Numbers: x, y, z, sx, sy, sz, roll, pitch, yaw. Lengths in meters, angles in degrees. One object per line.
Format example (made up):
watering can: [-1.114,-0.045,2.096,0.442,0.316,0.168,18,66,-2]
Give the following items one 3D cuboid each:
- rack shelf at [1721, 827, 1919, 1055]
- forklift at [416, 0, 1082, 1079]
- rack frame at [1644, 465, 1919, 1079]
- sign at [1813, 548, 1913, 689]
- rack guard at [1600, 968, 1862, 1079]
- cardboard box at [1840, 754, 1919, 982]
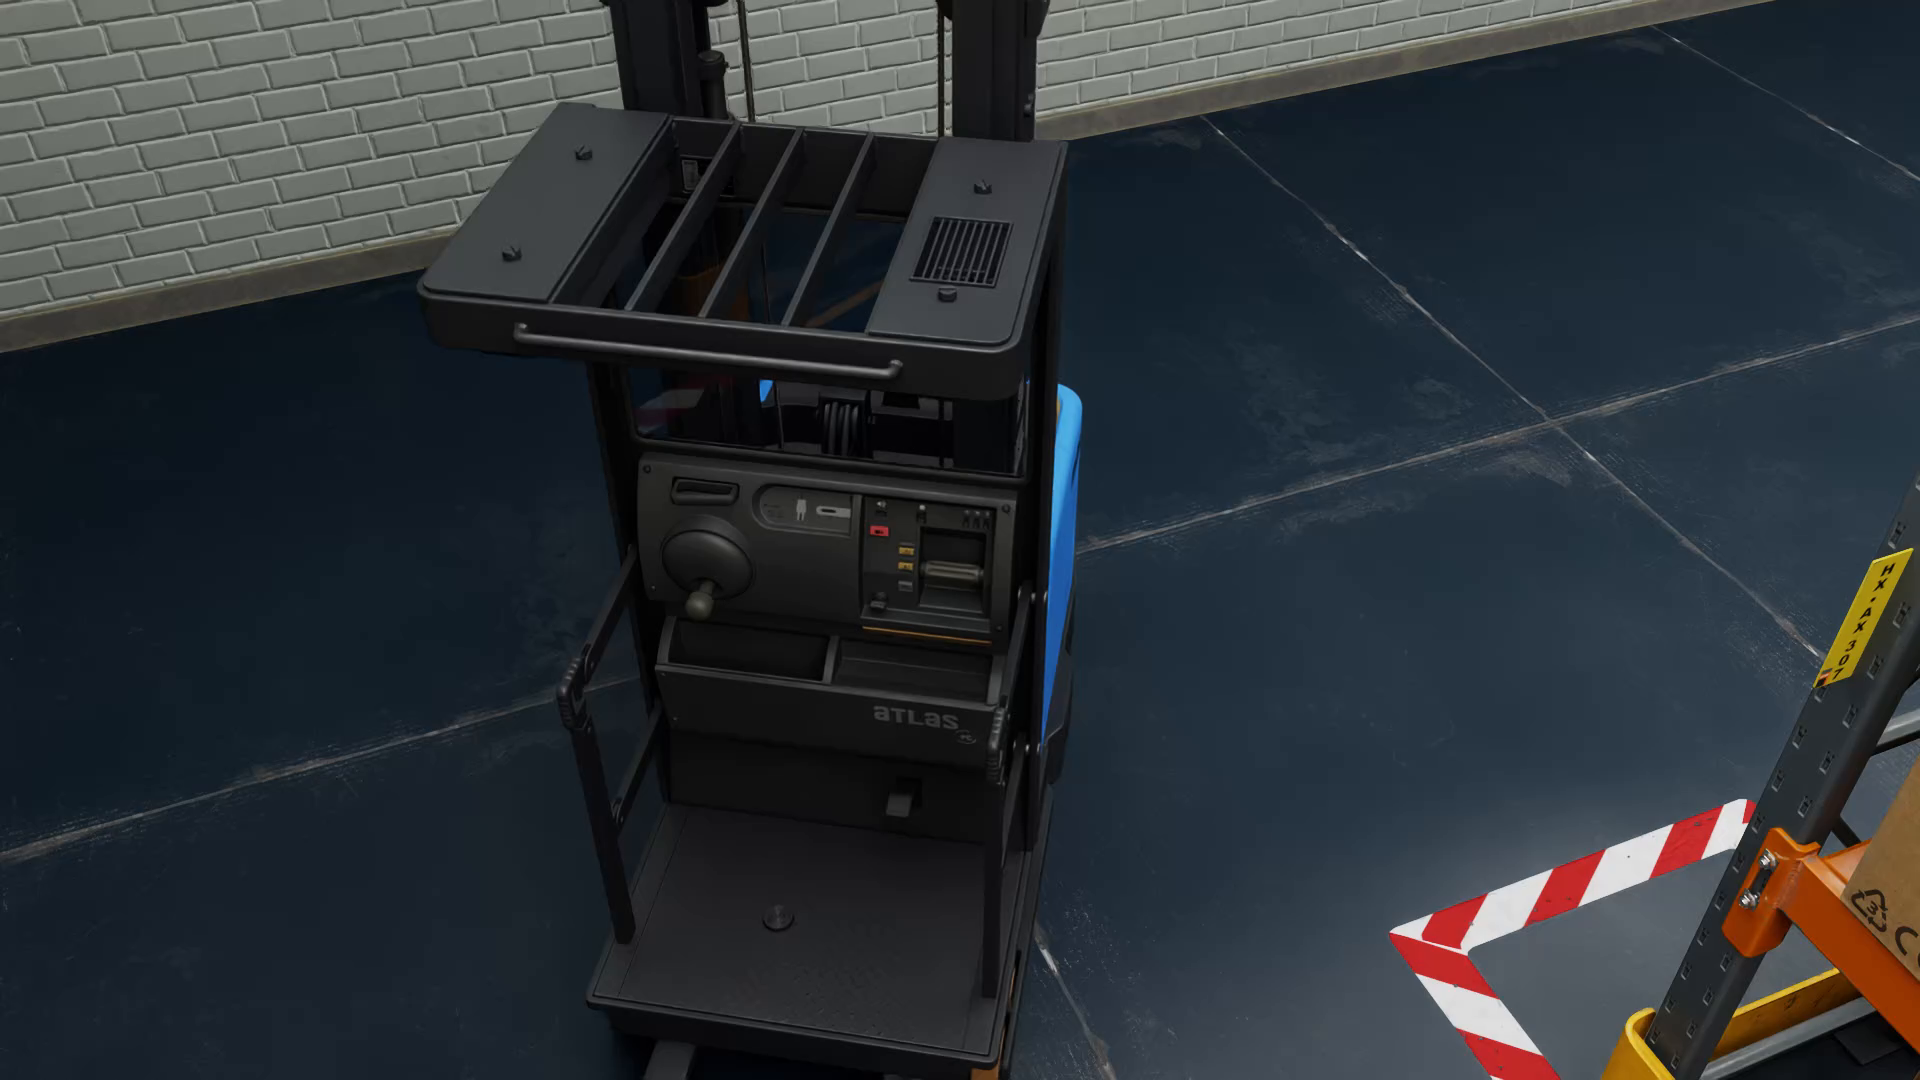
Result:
rack shelf: [2.956,1.820,2.384,1.077,0.370,4.000,-15,43,-17]
forklift: [-0.364,0.108,3.876,1.130,2.935,3.031,6,41,7]
rack frame: [2.190,0.343,3.551,1.000,3.000,0.127,-15,43,-17]
sign: [1.689,0.150,3.111,0.100,0.325,0.005,-15,43,-17]
rack guard: [2.220,1.336,4.313,1.175,0.500,0.348,-15,43,-17]
cardboard box: [2.117,0.638,3.131,0.500,0.500,0.500,-14,43,-16]
